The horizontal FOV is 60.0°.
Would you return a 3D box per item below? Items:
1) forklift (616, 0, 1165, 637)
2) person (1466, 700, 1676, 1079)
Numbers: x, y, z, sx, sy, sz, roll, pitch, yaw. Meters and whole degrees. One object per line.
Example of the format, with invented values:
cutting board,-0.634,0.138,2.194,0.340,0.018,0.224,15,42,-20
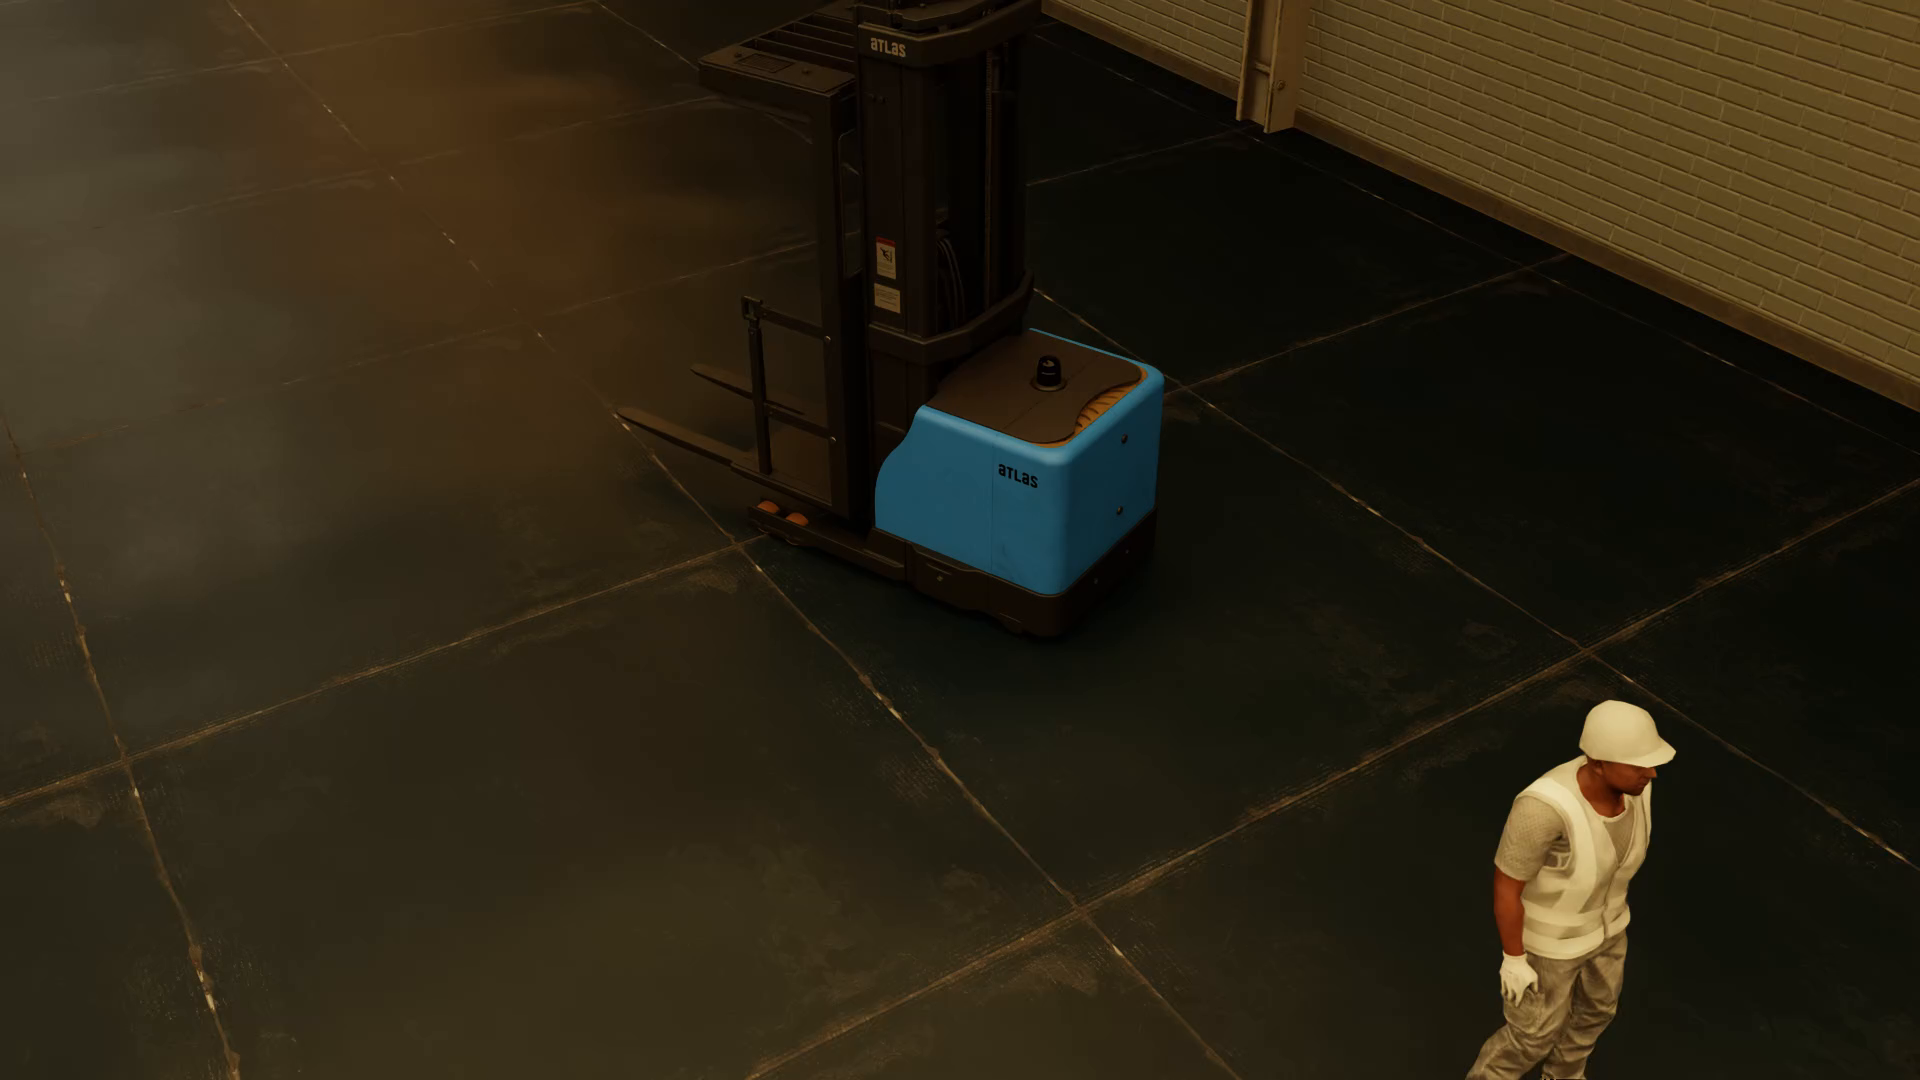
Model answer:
forklift,-0.500,-1.399,8.138,3.031,2.935,1.130,22,41,28
person,1.985,1.283,5.344,0.648,1.804,0.507,-21,40,-27
